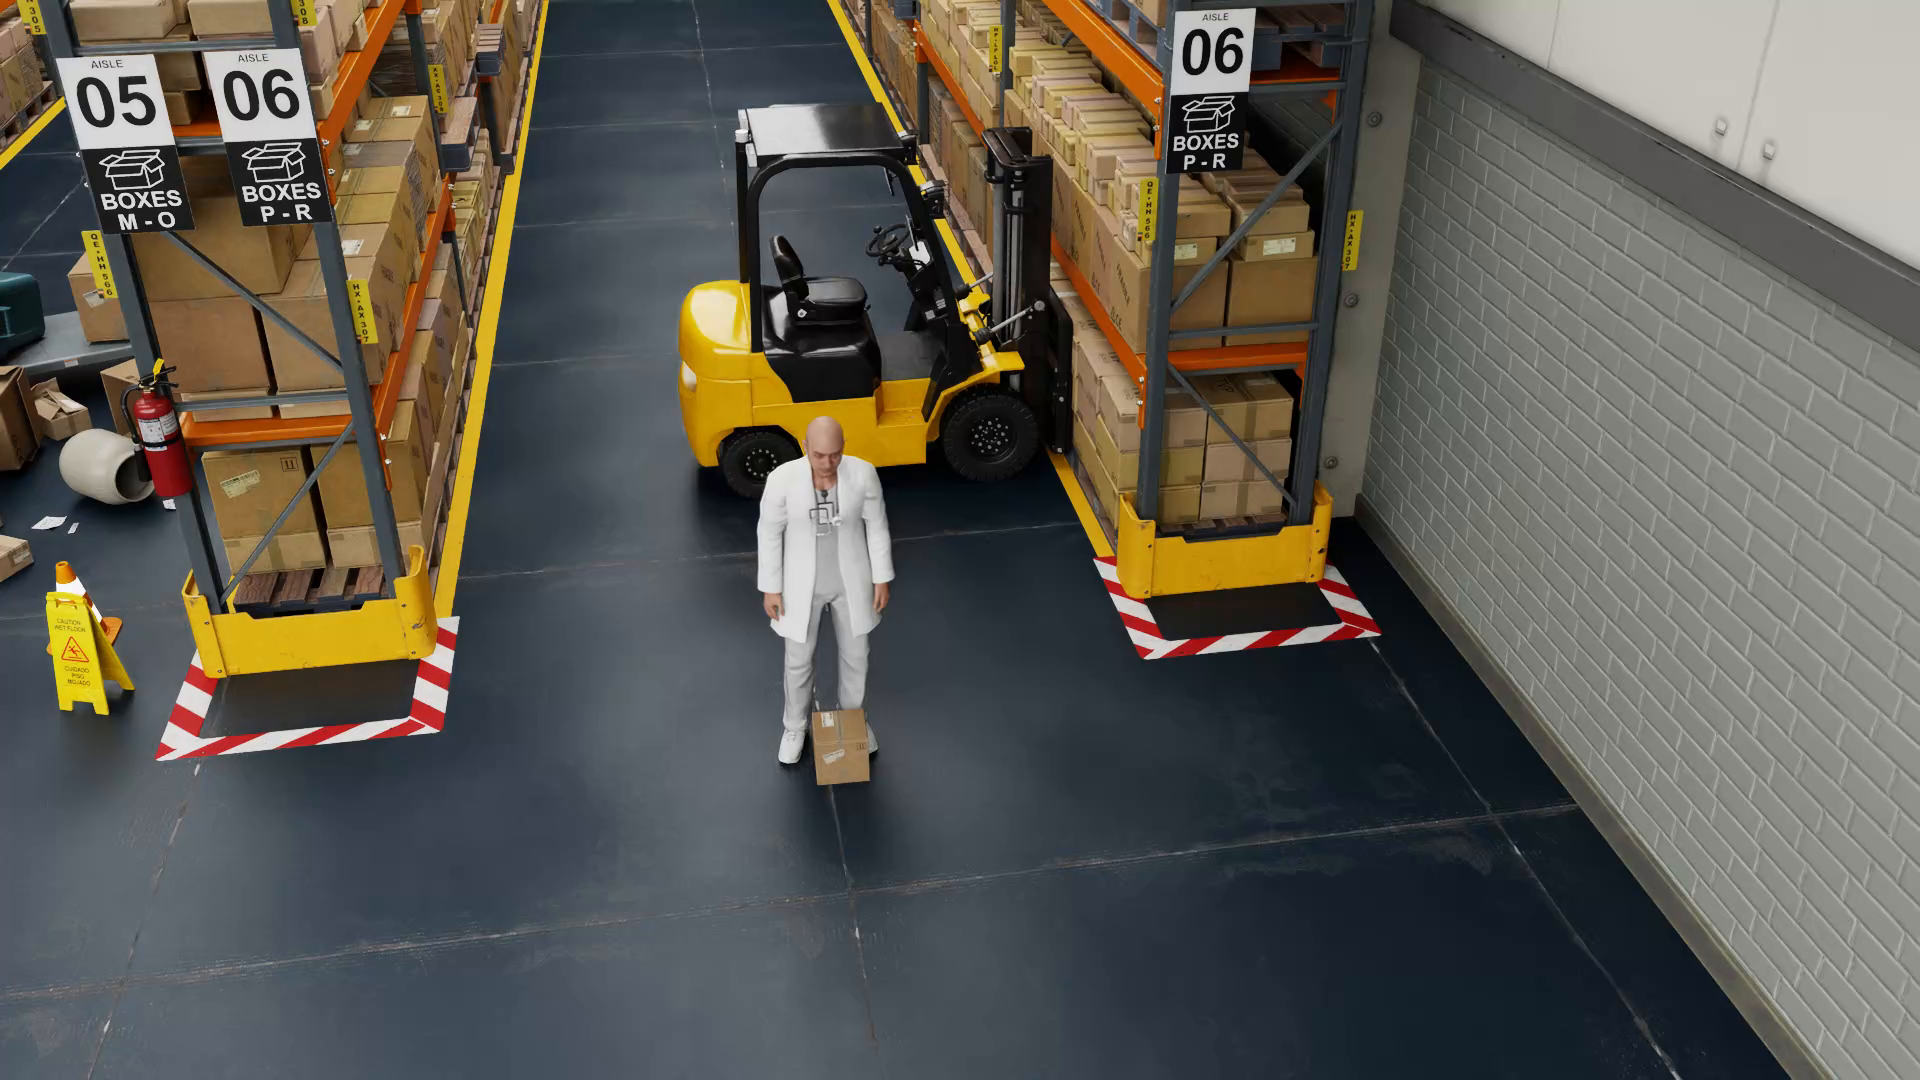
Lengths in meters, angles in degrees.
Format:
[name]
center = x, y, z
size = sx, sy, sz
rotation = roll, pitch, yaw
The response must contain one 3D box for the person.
[person]
center = -0.626, 0.211, 7.794
size = 0.642, 1.774, 0.421
rotation = -5, 31, -9
